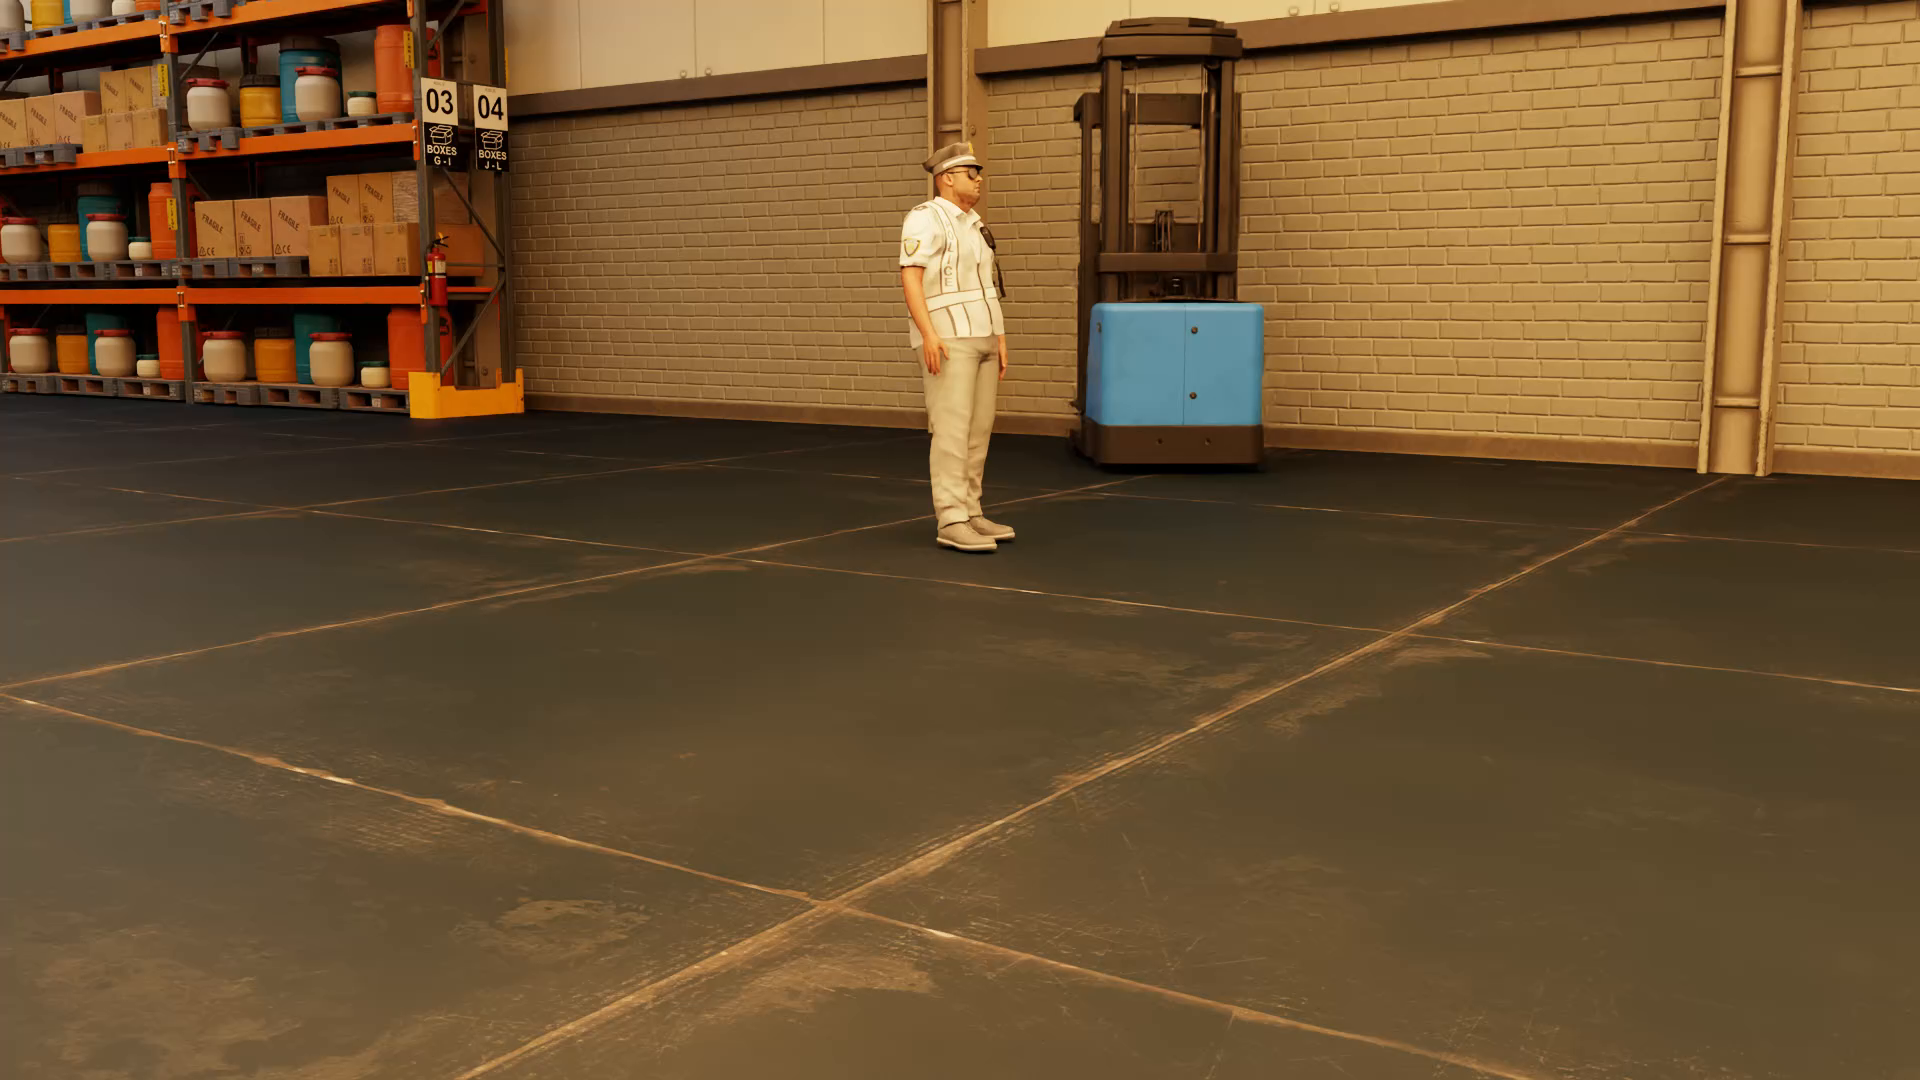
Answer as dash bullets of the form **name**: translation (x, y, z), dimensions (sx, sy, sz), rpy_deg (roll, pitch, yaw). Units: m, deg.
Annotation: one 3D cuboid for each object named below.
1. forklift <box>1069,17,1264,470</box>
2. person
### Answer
- **forklift**: translation (1.375, -2.073, 11.770), dimensions (1.130, 2.935, 3.031), rpy_deg (0, 8, -1)
- **person**: translation (0.057, -0.882, 7.424), dimensions (0.575, 1.781, 0.640), rpy_deg (5, 10, 34)
